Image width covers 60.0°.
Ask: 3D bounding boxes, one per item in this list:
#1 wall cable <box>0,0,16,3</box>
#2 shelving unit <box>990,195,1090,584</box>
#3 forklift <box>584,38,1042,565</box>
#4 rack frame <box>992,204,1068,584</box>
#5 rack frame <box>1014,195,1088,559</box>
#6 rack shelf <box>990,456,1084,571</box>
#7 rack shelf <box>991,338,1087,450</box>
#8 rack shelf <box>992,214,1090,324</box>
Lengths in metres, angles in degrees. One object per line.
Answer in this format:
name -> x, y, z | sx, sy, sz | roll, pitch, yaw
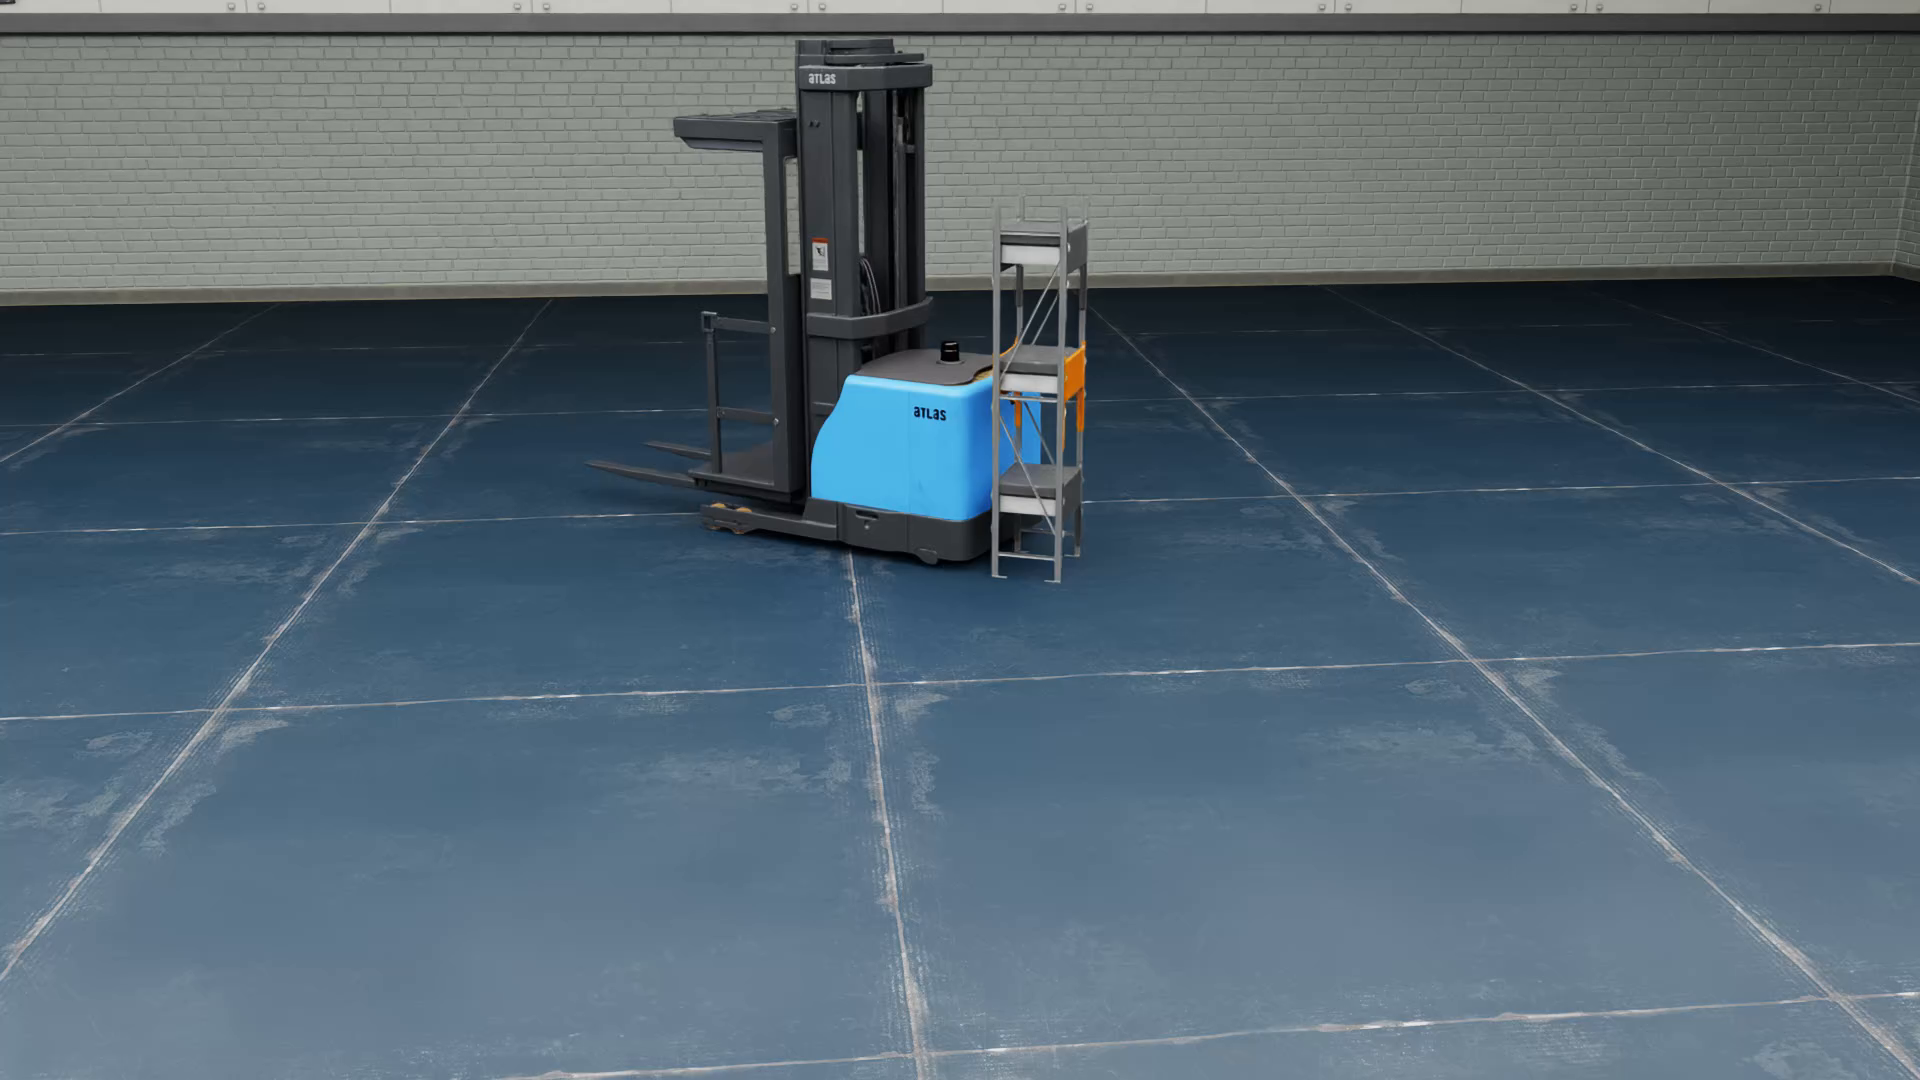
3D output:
wall cable -> -9.132, -8.546, 16.697 | 2.305, 6.003, 0.169 | -2, 18, -6
shelving unit -> 0.447, -0.841, 9.351 | 0.431, 2.100, 0.503 | 5, 18, 16
forklift -> -1.026, -1.558, 10.246 | 3.031, 2.935, 1.130 | 10, 20, 28
rack frame -> 0.376, -0.771, 9.128 | 0.400, 2.100, 0.015 | 5, 18, 16
rack frame -> 0.518, -0.911, 9.573 | 0.400, 2.100, 0.015 | 5, 18, 16
rack shelf -> 0.447, -0.160, 9.565 | 0.431, 0.518, 0.480 | 5, 18, 16
rack shelf -> 0.447, -0.828, 9.355 | 0.431, 0.518, 0.480 | 5, 18, 16
rack shelf -> 0.447, -1.496, 9.145 | 0.431, 0.518, 0.480 | 5, 18, 16
